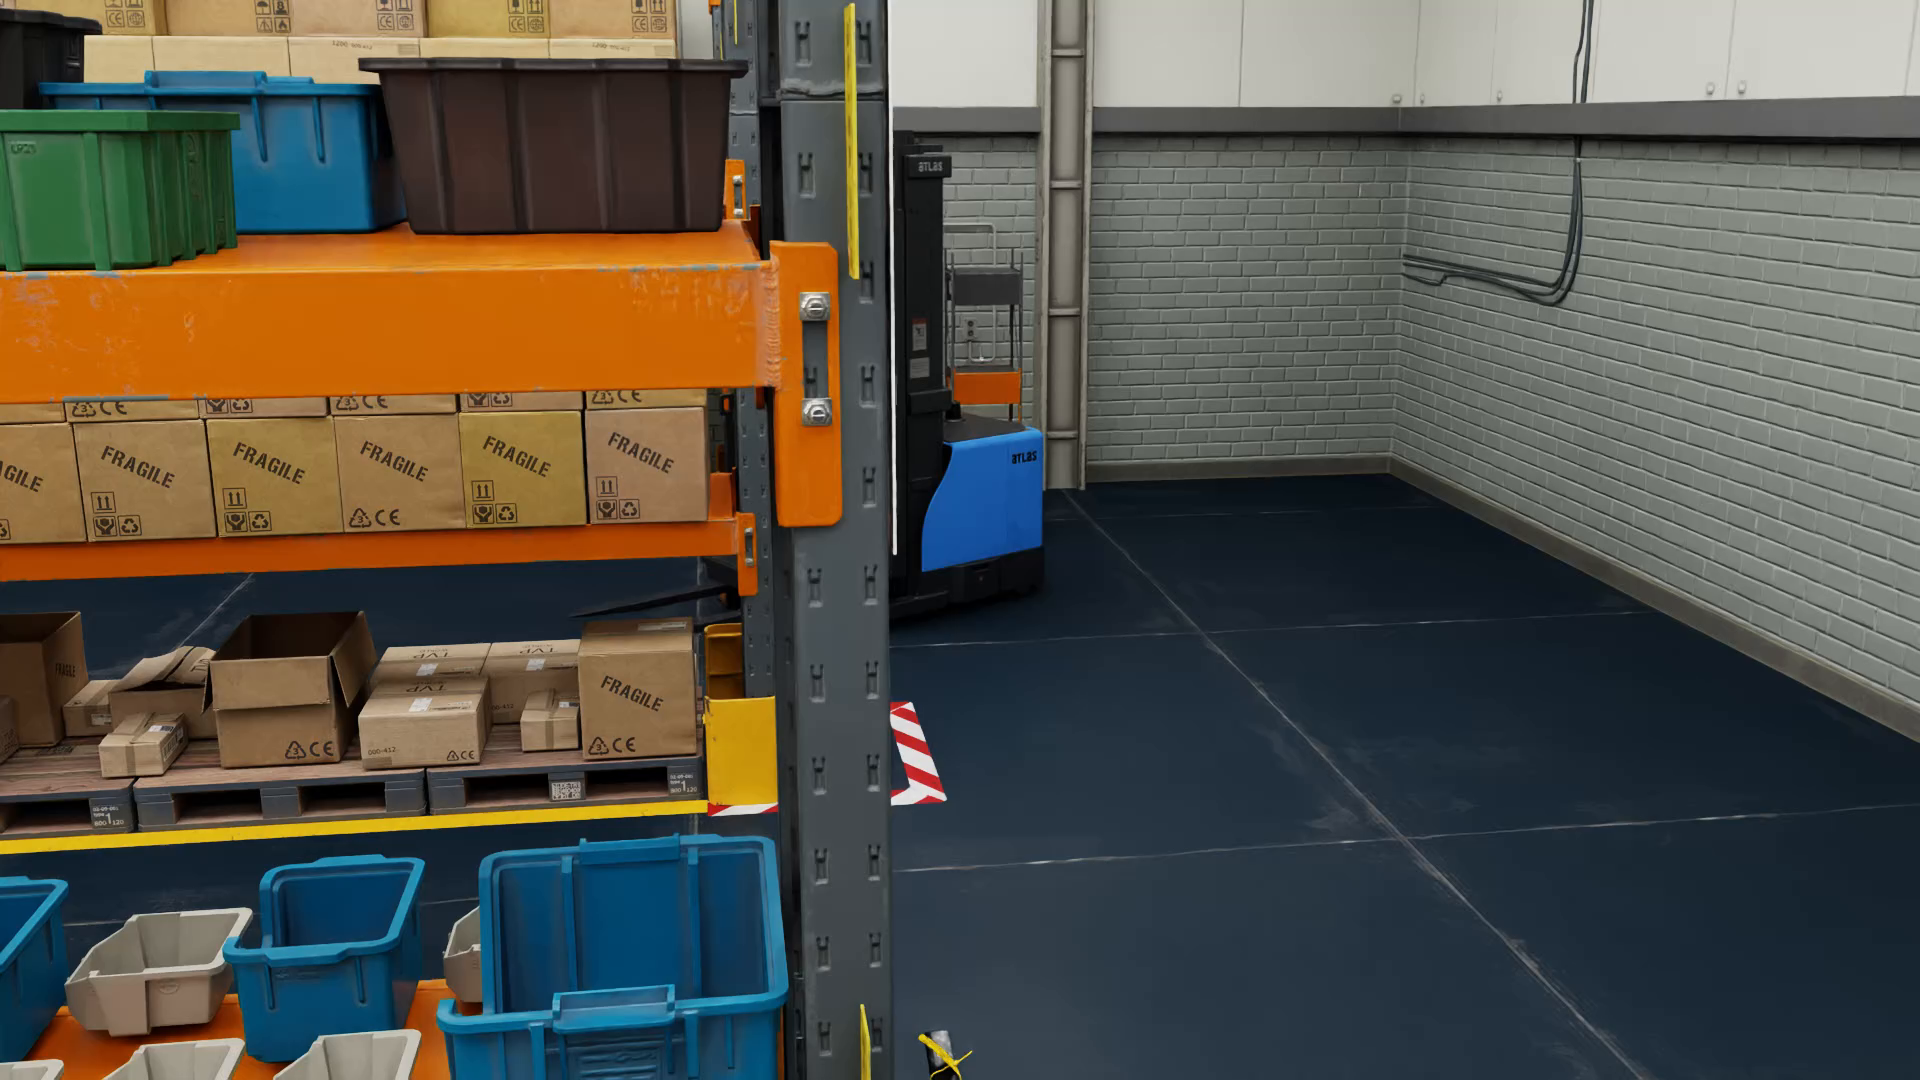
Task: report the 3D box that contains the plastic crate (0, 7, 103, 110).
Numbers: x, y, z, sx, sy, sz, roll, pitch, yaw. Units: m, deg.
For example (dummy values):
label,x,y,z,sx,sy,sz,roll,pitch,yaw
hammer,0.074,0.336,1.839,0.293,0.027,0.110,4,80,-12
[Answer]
label,x,y,z,sx,sy,sz,roll,pitch,yaw
plastic crate,-1.784,-0.652,2.616,0.767,0.338,0.504,-2,14,-8

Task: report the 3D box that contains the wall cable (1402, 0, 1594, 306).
label,x,y,z,sx,sy,sz,roll,pitch,yaw
wall cable,3.938,-3.122,12.555,0.112,2.526,3.097,-2,14,-8

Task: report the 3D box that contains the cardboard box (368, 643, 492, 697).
label,x,y,z,sx,sy,sz,roll,pitch,yaw
cardboard box,-2.535,0.700,8.012,0.500,0.250,0.500,-2,14,-8

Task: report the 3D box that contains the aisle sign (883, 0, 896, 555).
label,x,y,z,sx,sy,sz,roll,pitch,yaw
aisle sign,-0.117,-0.409,2.343,0.004,0.787,0.394,-2,14,-8

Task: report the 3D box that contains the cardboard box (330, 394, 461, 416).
label,x,y,z,sx,sy,sz,roll,pitch,yaw
cardboard box,-2.377,-0.821,7.067,0.500,0.500,0.500,-2,14,-7

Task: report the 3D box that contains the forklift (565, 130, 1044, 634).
label,x,y,z,sx,sy,sz,roll,pitch,yaw
forklift,-0.905,-0.949,9.981,3.031,2.935,1.130,-11,18,-38

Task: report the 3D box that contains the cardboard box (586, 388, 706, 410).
label,x,y,z,sx,sy,sz,roll,pitch,yaw
cardboard box,-1.365,-0.859,7.220,0.500,0.500,0.500,-2,14,-9

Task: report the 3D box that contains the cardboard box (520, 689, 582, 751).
label,x,y,z,sx,sy,sz,roll,pitch,yaw
cardboard box,-1.881,0.825,7.686,0.250,0.166,0.380,-2,14,-8

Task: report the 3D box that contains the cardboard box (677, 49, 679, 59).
label,x,y,z,sx,sy,sz,roll,pitch,yaw
cardboard box,-1.513,-2.076,7.450,0.500,0.250,0.500,-2,14,-8

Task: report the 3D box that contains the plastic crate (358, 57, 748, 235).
label,x,y,z,sx,sy,sz,roll,pitch,yaw
plastic crate,-0.654,-0.661,2.793,0.590,0.269,0.497,-2,14,-8

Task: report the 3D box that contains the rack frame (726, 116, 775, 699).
label,x,y,z,sx,sy,sz,roll,pitch,yaw
rack frame,-0.966,-0.408,7.682,0.127,3.000,1.000,-2,14,-8

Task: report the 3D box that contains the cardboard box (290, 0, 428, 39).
label,x,y,z,sx,sy,sz,roll,pitch,yaw
cardboard box,-2.457,-2.332,6.927,0.500,0.500,0.700,-2,14,-8

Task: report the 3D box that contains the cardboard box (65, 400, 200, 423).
label,x,y,z,sx,sy,sz,roll,pitch,yaw
cardboard box,-3.395,-0.783,6.917,0.500,0.500,0.500,-3,14,-10

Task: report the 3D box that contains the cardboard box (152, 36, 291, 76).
label,x,y,z,sx,sy,sz,roll,pitch,yaw
cardboard box,-2.919,-1.897,6.736,0.500,0.250,0.500,-2,14,-8

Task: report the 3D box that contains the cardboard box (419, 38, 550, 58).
label,x,y,z,sx,sy,sz,roll,pitch,yaw
cardboard box,-1.931,-1.934,6.883,0.500,0.250,0.500,-2,14,-8

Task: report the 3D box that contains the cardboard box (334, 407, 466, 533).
label,x,y,z,sx,sy,sz,roll,pitch,yaw
cardboard box,-2.375,-0.338,7.198,0.500,0.500,0.500,-2,14,-8

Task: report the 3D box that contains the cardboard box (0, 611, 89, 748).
label,x,y,z,sx,sy,sz,roll,pitch,yaw
cardboard box,-4.401,0.647,7.709,0.500,0.500,0.500,-2,14,-8

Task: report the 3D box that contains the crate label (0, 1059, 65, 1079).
label,x,y,z,sx,sy,sz,roll,pitch,yaw
crate label,-1.572,0.979,2.572,0.243,0.136,0.396,-2,14,-8

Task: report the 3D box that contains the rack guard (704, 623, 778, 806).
label,x,y,z,sx,sy,sz,roll,pitch,yaw
rack guard,-1.041,0.807,7.975,0.348,0.500,1.175,-2,14,-8

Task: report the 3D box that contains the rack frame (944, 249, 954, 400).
label,x,y,z,sx,sy,sz,roll,pitch,yaw
rack frame,-0.078,-1.016,11.955,0.015,2.100,0.400,-2,14,-8

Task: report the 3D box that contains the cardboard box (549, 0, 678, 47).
label,x,y,z,sx,sy,sz,roll,pitch,yaw
cardboard box,-1.472,-2.374,7.093,0.500,0.500,0.700,-2,14,-8

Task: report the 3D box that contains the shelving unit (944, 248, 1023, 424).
label,x,y,z,sx,sy,sz,roll,pitch,yaw
shelving unit,0.164,-1.024,11.990,0.503,2.100,0.431,-2,14,-8

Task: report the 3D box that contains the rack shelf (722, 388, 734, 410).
label,x,y,z,sx,sy,sz,roll,pitch,yaw
rack shelf,-3.686,-1.178,12.231,4.000,0.370,1.077,-2,14,-8

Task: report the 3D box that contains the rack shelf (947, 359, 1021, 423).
label,x,y,z,sx,sy,sz,roll,pitch,yaw
rack shelf,0.164,-1.011,11.994,0.480,0.518,0.431,-2,14,-8

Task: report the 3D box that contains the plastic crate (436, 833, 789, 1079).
label,x,y,z,sx,sy,sz,roll,pitch,yaw
plastic crate,-0.535,0.795,2.691,0.499,0.435,0.616,-2,14,-8

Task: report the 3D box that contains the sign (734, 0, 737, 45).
label,x,y,z,sx,sy,sz,roll,pitch,yaw
sign,-0.903,-2.158,6.674,0.005,0.325,0.100,-2,14,-8

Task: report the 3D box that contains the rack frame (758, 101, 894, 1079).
label,x,y,z,sx,sy,sz,roll,pitch,yaw
rack frame,-0.232,0.784,2.930,0.127,3.000,1.000,-2,14,-8

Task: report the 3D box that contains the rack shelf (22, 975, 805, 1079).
label,x,y,z,sx,sy,sz,roll,pitch,yaw
rack shelf,-2.210,1.205,2.729,4.000,0.370,1.077,-2,14,-8

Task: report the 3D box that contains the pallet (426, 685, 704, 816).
label,x,y,z,sx,sy,sz,roll,pitch,yaw
pallet,-1.830,0.977,7.894,1.213,0.211,1.003,-2,14,-8

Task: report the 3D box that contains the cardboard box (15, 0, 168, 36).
label,x,y,z,sx,sy,sz,roll,pitch,yaw
cardboard box,-3.437,-2.282,6.726,0.500,0.500,0.700,-2,14,-8

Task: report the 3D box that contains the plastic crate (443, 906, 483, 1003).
label,x,y,z,sx,sy,sz,roll,pitch,yaw
plastic crate,-0.855,0.804,3.268,0.298,0.136,0.250,-2,14,-8

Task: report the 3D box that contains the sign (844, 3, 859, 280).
label,x,y,z,sx,sy,sz,roll,pitch,yaw
sign,-0.134,-0.489,2.053,0.005,0.325,0.100,-2,14,-8

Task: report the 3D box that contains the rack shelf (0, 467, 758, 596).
label,x,y,z,sx,sy,sz,roll,pitch,yaw
rack shelf,-2.944,0.014,7.480,4.000,0.370,1.077,-2,14,-8

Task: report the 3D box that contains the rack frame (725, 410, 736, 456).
label,x,y,z,sx,sy,sz,roll,pitch,yaw
rack frame,-1.708,-1.599,12.432,0.127,3.000,1.000,-2,14,-8

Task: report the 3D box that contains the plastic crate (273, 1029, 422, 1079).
label,x,y,z,sx,sy,sz,roll,pitch,yaw
plastic crate,-1.011,0.956,2.663,0.243,0.136,0.396,-2,14,-8

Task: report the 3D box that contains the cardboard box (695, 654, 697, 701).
label,x,y,z,sx,sy,sz,roll,pitch,yaw
cardboard box,-1.432,0.694,8.244,0.250,0.149,0.380,-2,14,-8

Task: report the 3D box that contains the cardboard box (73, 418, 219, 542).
label,x,y,z,sx,sy,sz,roll,pitch,yaw
cardboard box,-3.376,-0.301,7.051,0.500,0.500,0.500,-2,14,-9

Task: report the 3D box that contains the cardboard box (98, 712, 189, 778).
label,x,y,z,sx,sy,sz,roll,pitch,yaw
cardboard box,-3.620,0.901,7.382,0.250,0.166,0.380,-2,14,-8

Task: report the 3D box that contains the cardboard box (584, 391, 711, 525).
label,x,y,z,sx,sy,sz,roll,pitch,yaw
cardboard box,-1.369,-0.375,7.344,0.500,0.500,0.500,-2,14,-7

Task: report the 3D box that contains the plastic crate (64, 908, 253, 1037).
label,x,y,z,sx,sy,sz,roll,pitch,yaw
plastic crate,-1.526,0.829,3.170,0.298,0.136,0.250,-2,14,-8

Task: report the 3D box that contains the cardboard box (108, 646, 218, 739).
label,x,y,z,sx,sy,sz,roll,pitch,yaw
cardboard box,-3.659,0.712,7.840,0.500,0.311,0.500,-2,14,-8

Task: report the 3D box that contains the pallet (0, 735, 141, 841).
label,x,y,z,sx,sy,sz,roll,pitch,yaw
pallet,-4.242,1.065,7.541,1.213,0.211,1.003,-2,14,-8
